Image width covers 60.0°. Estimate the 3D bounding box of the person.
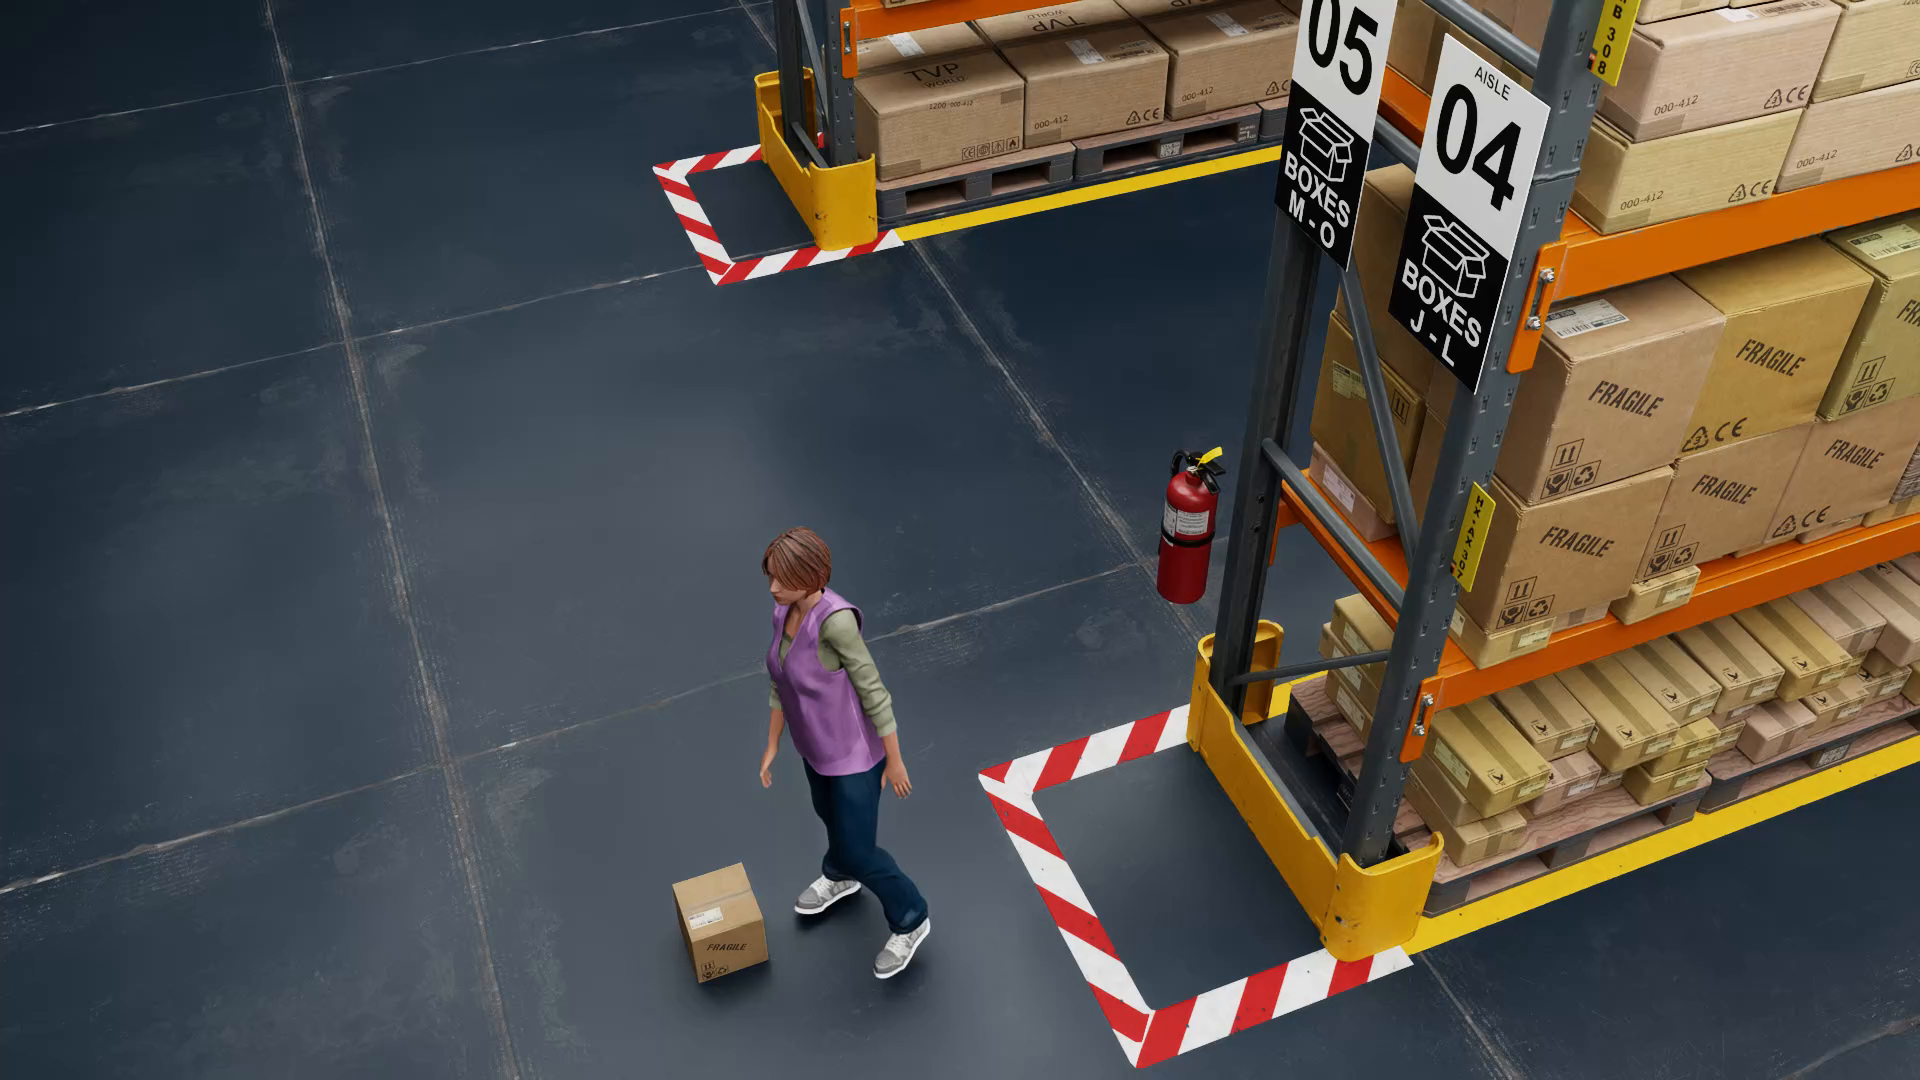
[{"bbox_3d":[-0.404,0.733,5.341,0.422,1.580,0.723,-20,46,-20],"label":"person"}]
